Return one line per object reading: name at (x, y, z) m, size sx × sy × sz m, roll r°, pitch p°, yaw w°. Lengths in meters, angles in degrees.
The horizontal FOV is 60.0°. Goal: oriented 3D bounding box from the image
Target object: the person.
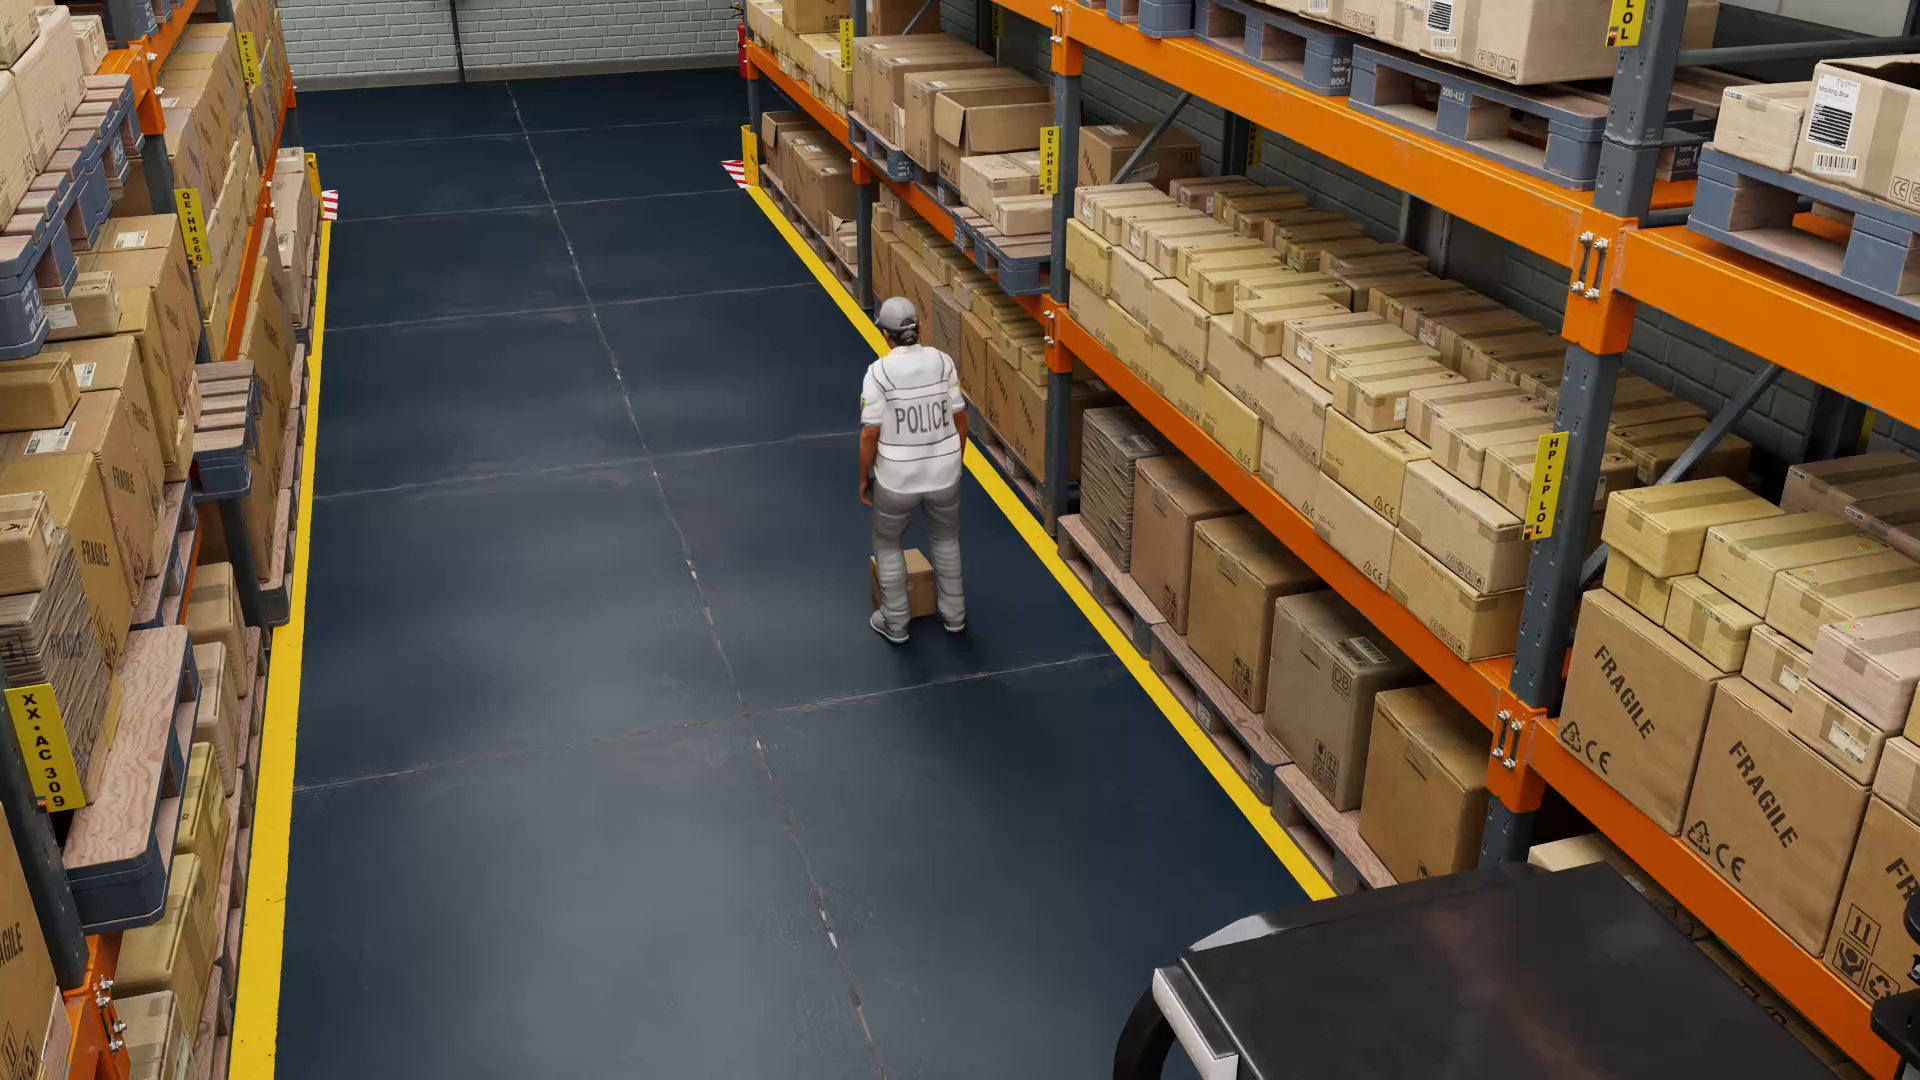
person at (-0.214, -0.316, 7.743) m, size 0.560 × 1.665 × 0.469 m, roll -10°, pitch 28°, yaw -19°
